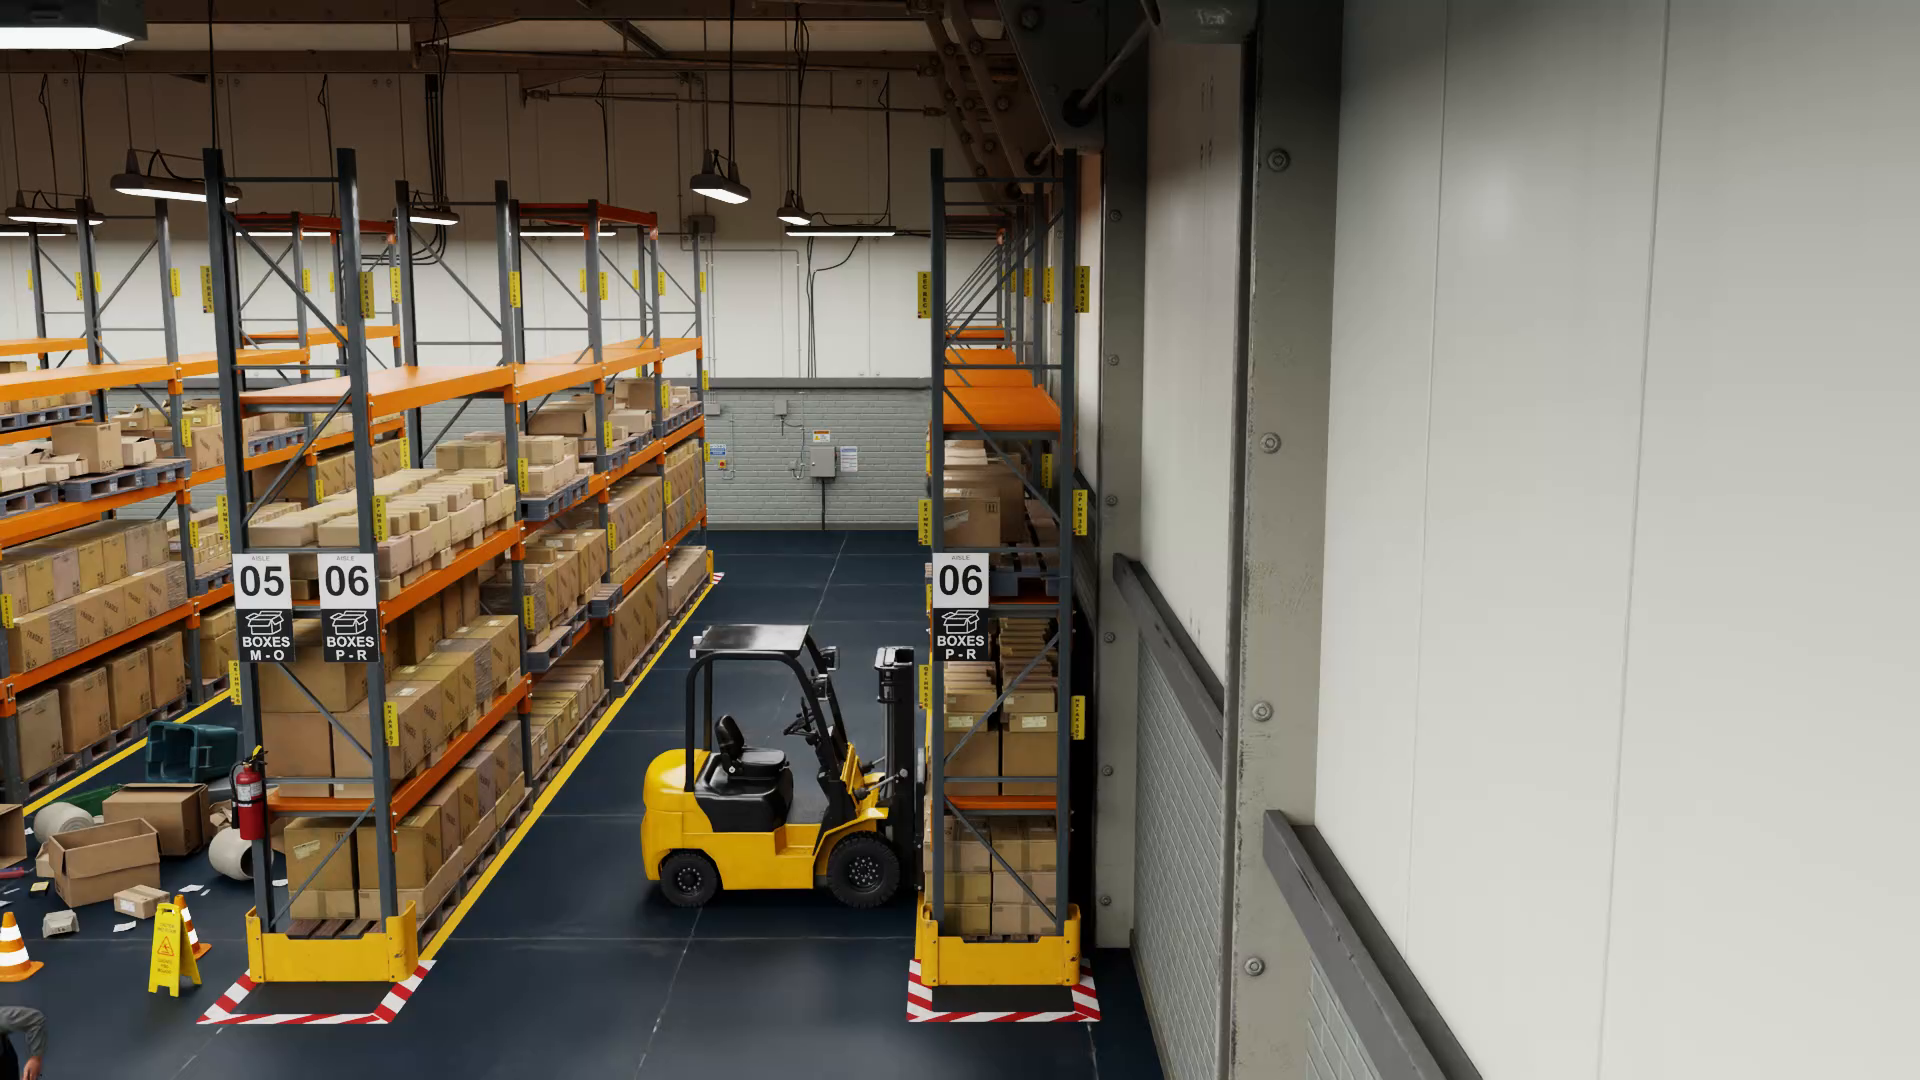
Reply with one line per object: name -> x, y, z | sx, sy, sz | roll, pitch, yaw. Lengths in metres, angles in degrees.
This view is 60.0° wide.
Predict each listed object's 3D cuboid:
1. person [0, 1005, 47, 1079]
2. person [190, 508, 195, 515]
person -> -5.222, 3.022, 8.845 | 0.683, 1.539, 0.813 | -3, 10, -17
person -> -11.691, 0.319, 25.337 | 0.573, 1.628, 0.758 | -1, 9, -5
